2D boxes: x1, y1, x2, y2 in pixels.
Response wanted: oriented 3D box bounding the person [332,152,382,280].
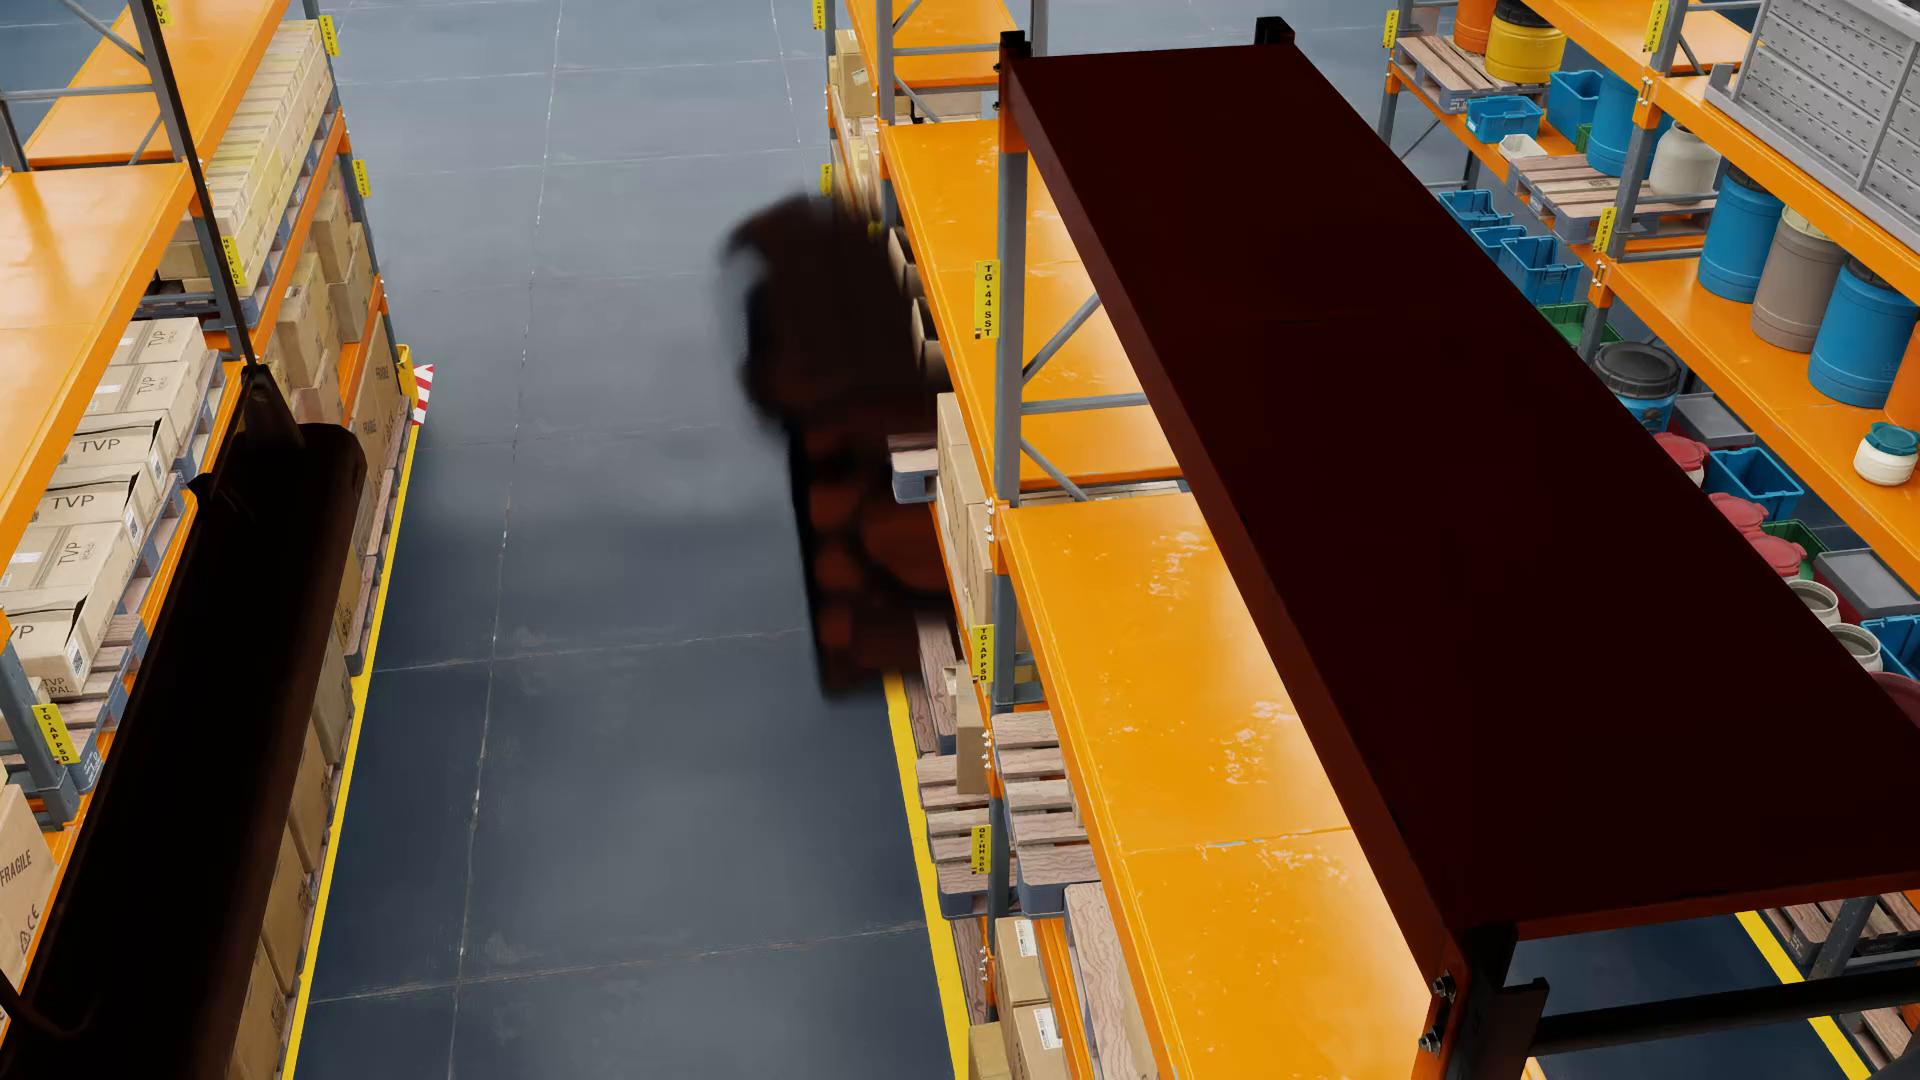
[{"bbox_3d":[-6.128,-3.332,16.641,0.360,1.625,0.451,-17,40,-22],"label":"person"}]
